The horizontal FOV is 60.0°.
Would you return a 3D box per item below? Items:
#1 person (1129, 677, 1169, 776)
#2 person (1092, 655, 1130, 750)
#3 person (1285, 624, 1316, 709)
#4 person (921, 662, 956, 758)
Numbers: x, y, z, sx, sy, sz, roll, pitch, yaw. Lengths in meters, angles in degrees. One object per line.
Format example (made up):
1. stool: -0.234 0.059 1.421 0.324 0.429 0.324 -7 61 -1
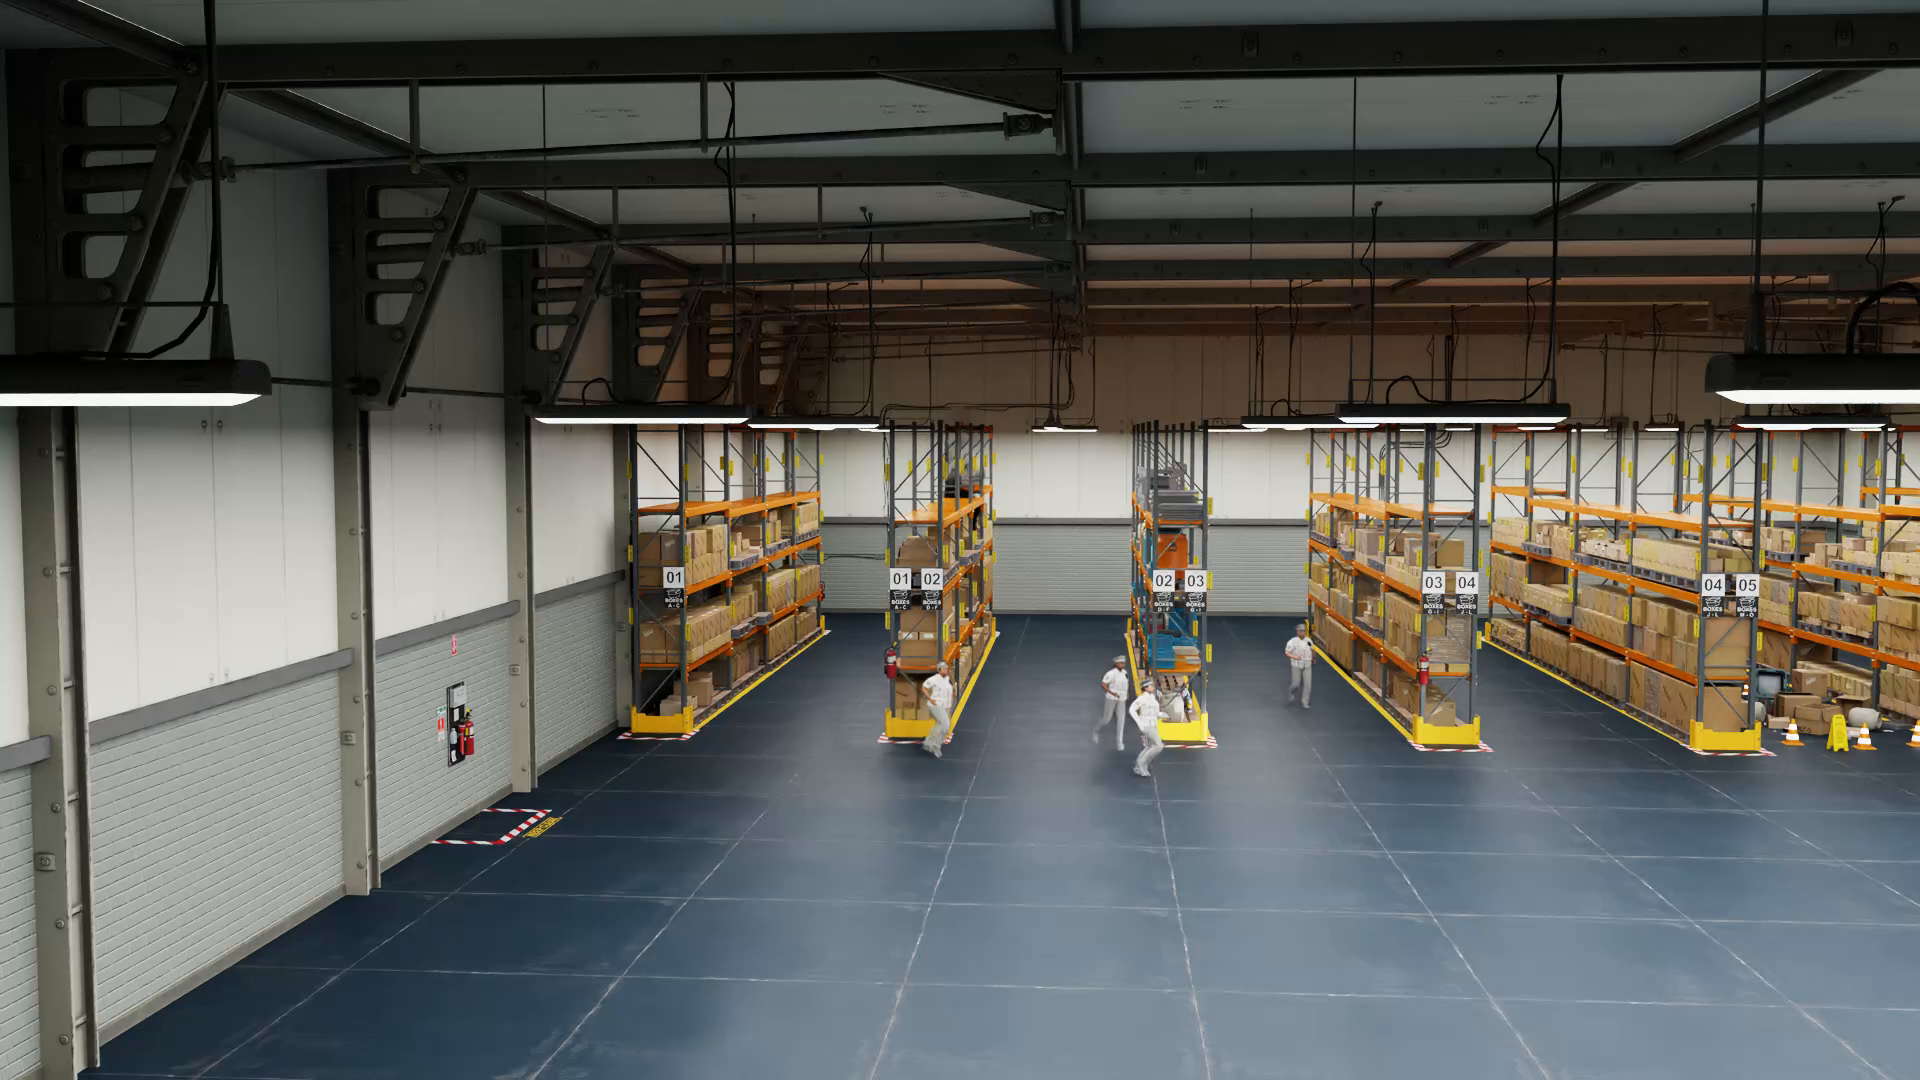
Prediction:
1. person: 3.182 3.117 27.775 0.624 1.660 0.593 2 4 27
2. person: 2.876 2.949 30.498 0.661 1.675 0.921 -2 4 -23
3. person: 7.181 2.633 34.989 0.674 1.746 0.817 0 4 -7
4. person: -0.369 3.026 29.746 0.659 1.707 0.619 2 4 34
